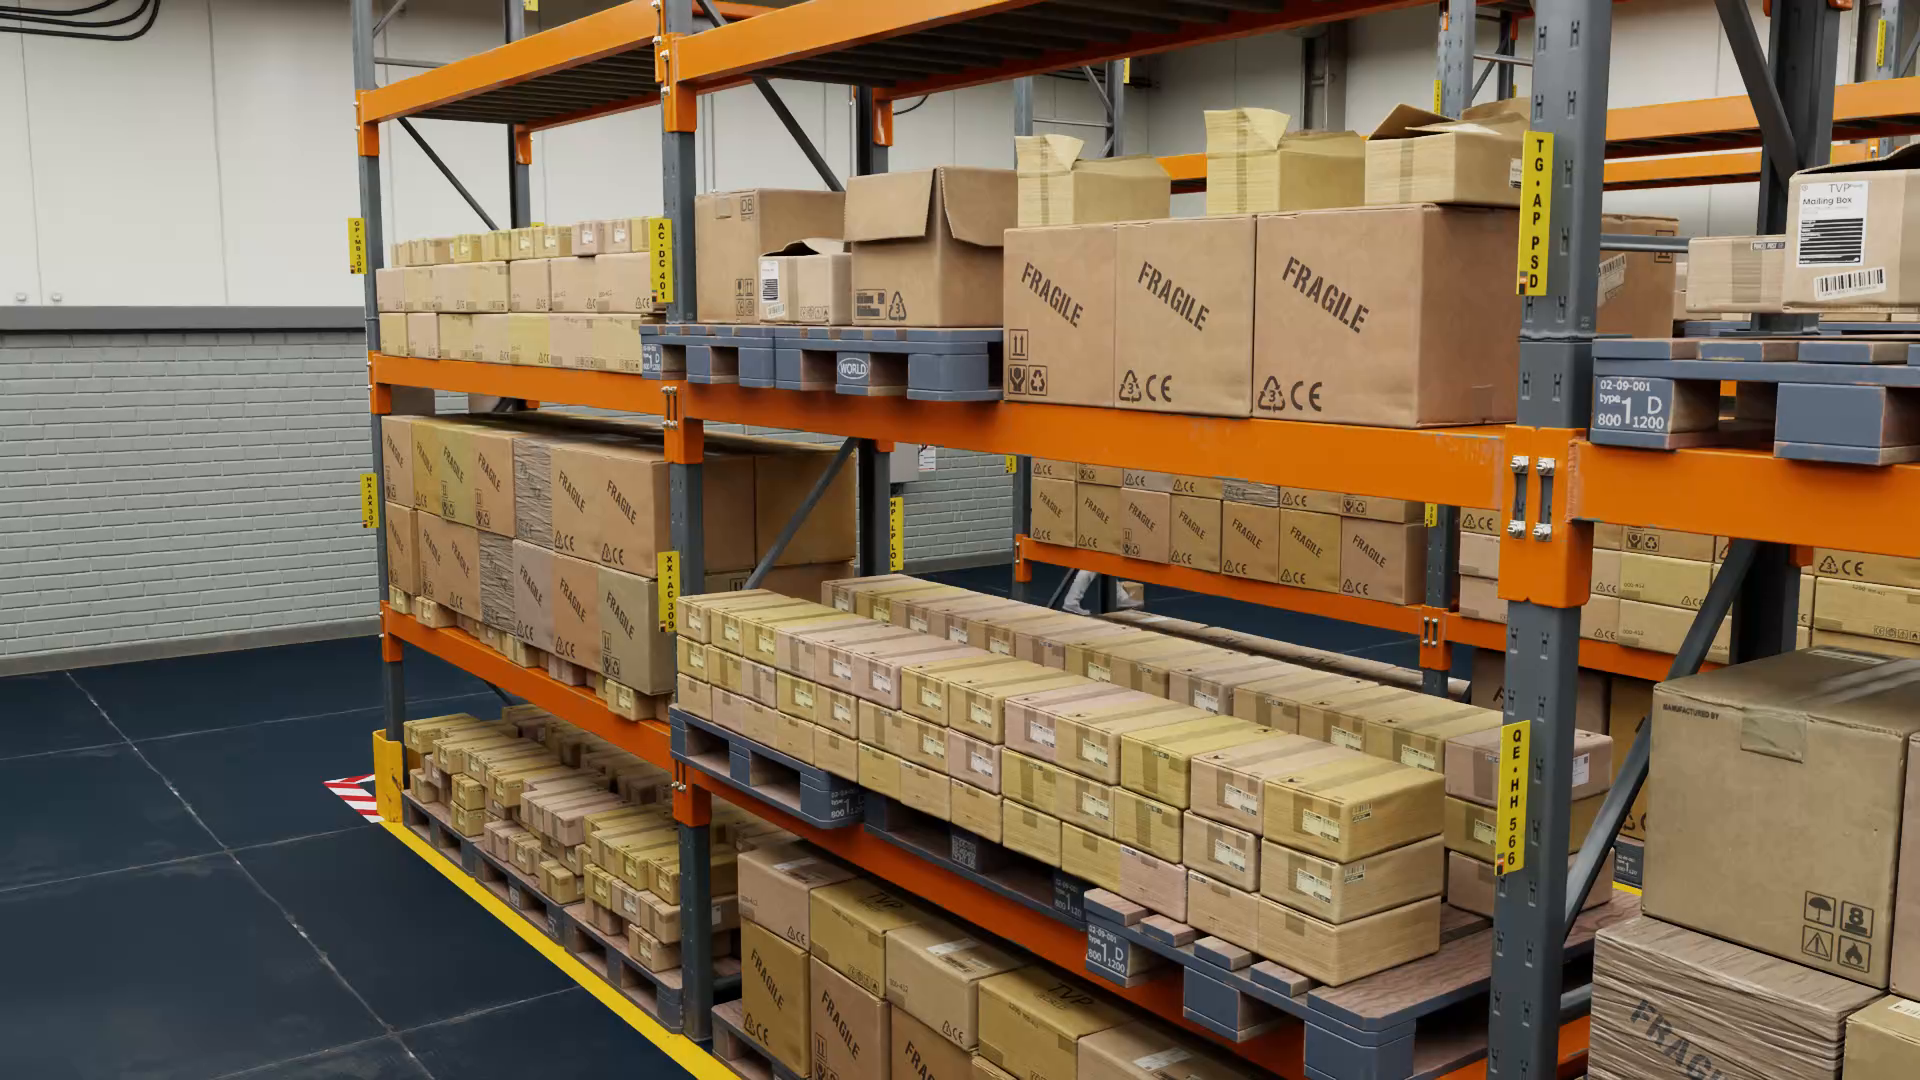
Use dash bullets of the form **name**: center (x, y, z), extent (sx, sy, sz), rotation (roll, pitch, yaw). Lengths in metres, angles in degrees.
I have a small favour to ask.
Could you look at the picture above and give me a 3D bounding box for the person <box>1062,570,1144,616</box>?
- **person**: center (1.421, -0.076, 16.943), extent (0.946, 1.621, 0.553), rotation (-3, 8, -20)
